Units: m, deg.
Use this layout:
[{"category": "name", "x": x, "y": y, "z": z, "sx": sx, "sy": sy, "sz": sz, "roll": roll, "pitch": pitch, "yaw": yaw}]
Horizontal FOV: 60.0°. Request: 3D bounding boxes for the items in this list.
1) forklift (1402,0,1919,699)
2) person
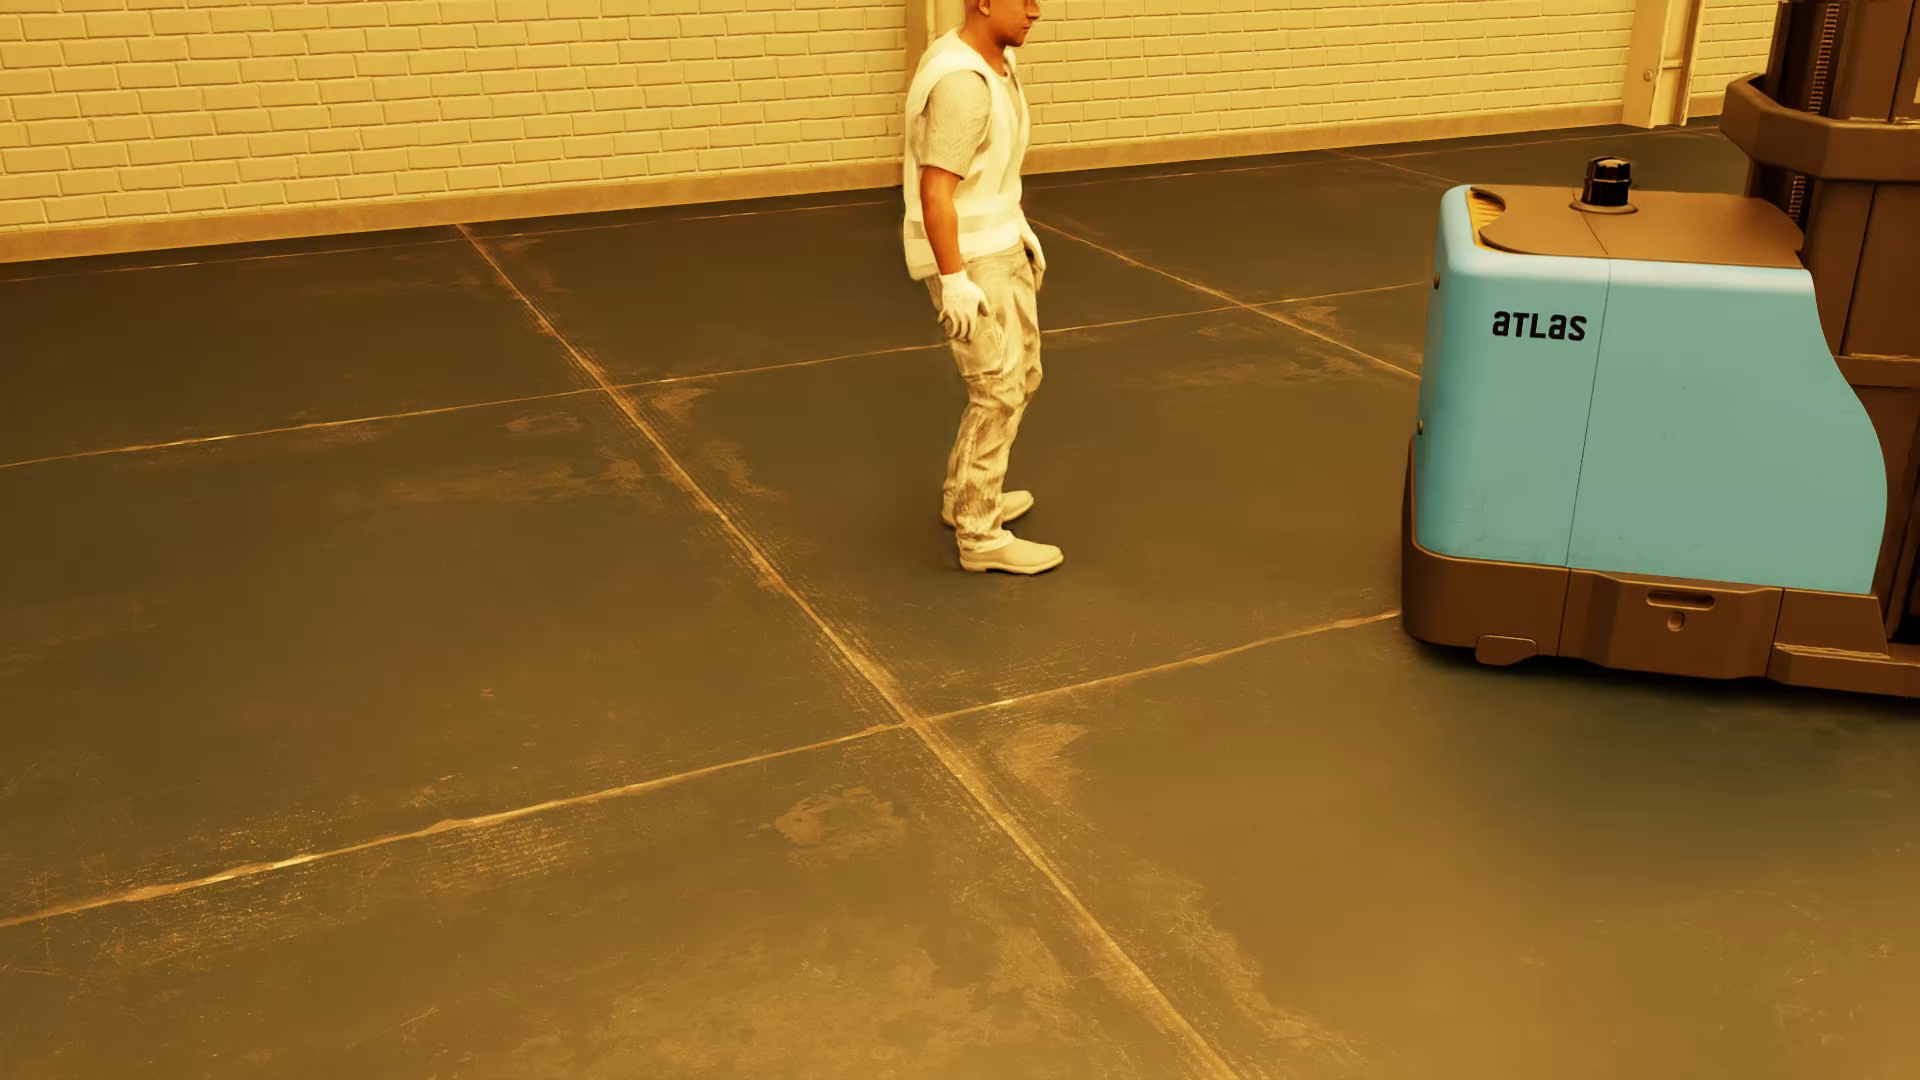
[{"category": "forklift", "x": 2.738, "y": -1.083, "z": 3.893, "sx": 3.031, "sy": 2.935, "sz": 1.130, "roll": 5, "pitch": 23, "yaw": 13}, {"category": "person", "x": 0.105, "y": -0.805, "z": 4.767, "sx": 0.512, "sy": 1.756, "sz": 0.664, "roll": 7, "pitch": 23, "yaw": 15}]
